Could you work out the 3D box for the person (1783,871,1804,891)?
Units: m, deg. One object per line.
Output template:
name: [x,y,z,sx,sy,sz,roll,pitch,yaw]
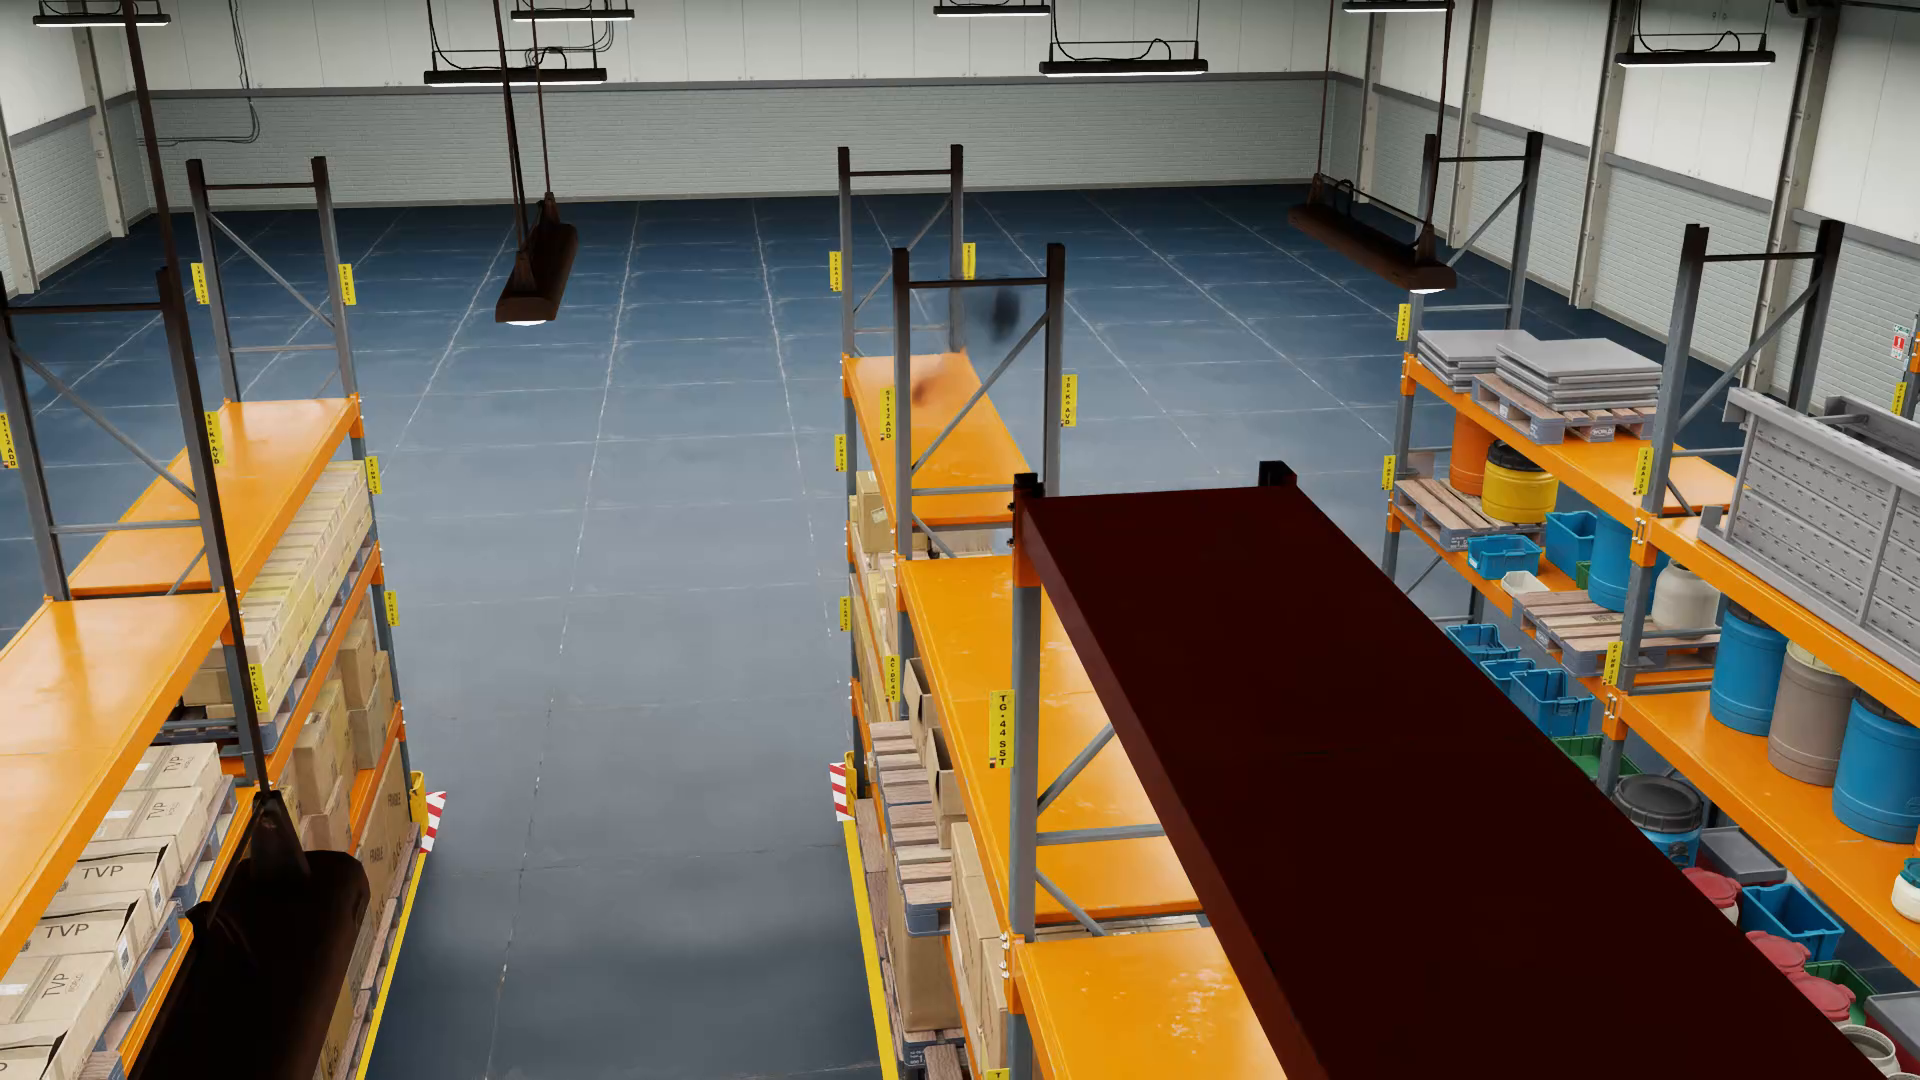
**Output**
person: [6.722,2.308,13.594,0.565,1.678,0.765,-7,23,-17]
